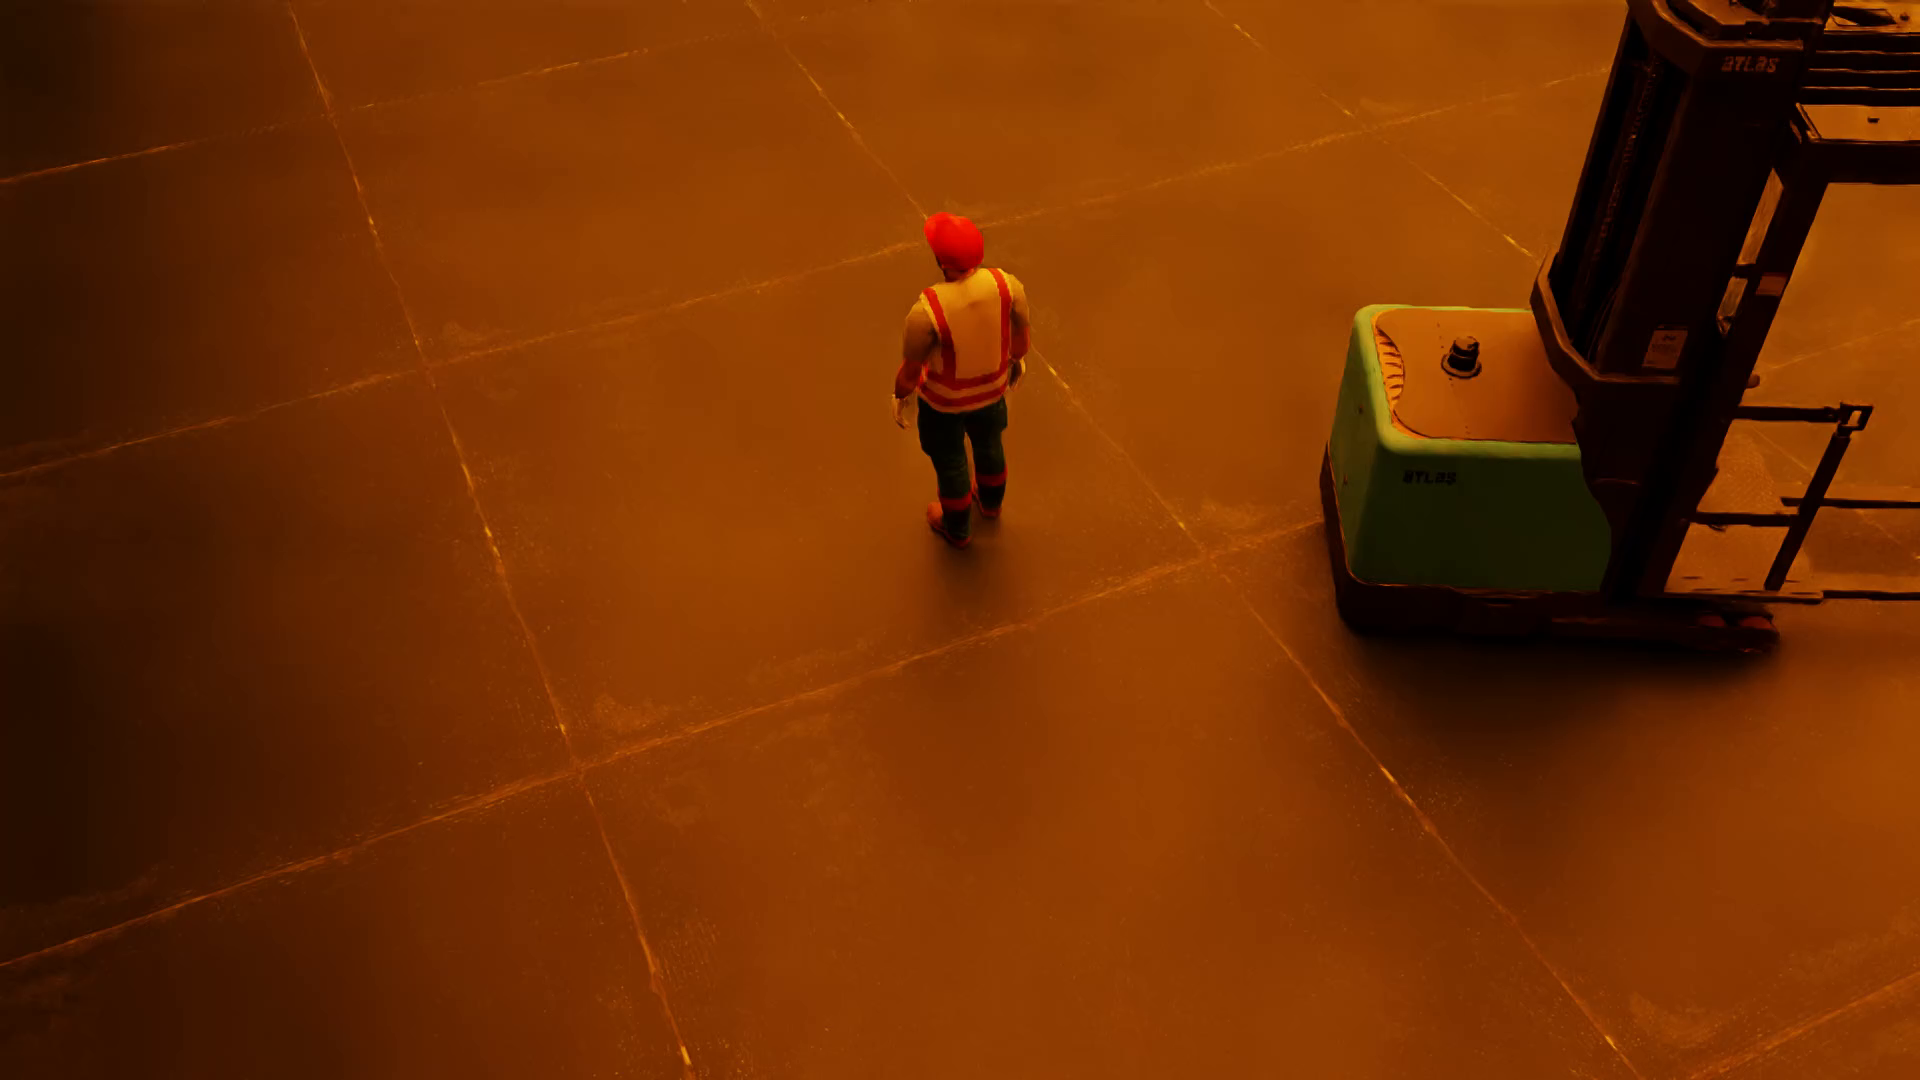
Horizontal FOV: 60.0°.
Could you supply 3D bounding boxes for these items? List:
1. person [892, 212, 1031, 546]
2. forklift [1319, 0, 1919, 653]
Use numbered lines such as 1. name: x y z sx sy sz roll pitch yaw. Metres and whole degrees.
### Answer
1. person: -0.024 -0.712 7.270 0.637 1.787 0.563 -18 46 -18
2. forklift: 3.221 -0.953 6.701 3.031 2.935 1.130 2 43 2
